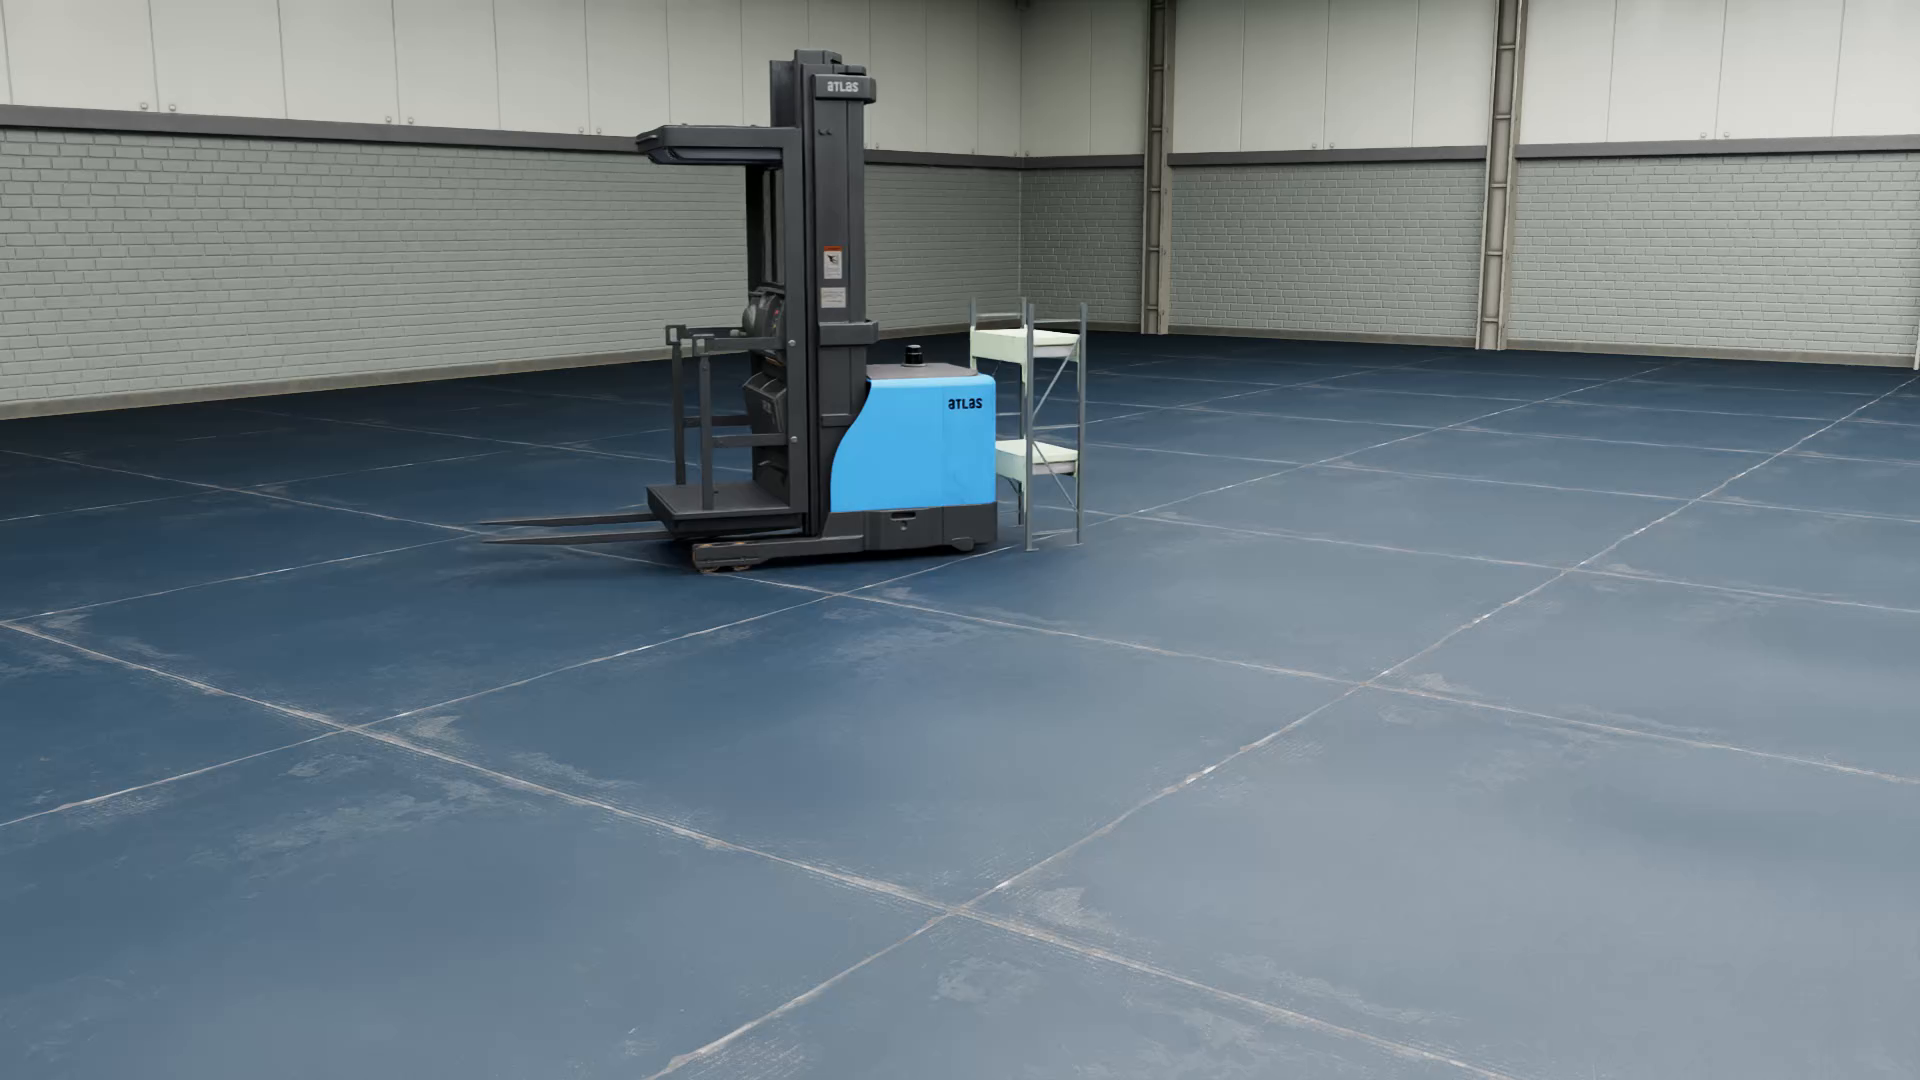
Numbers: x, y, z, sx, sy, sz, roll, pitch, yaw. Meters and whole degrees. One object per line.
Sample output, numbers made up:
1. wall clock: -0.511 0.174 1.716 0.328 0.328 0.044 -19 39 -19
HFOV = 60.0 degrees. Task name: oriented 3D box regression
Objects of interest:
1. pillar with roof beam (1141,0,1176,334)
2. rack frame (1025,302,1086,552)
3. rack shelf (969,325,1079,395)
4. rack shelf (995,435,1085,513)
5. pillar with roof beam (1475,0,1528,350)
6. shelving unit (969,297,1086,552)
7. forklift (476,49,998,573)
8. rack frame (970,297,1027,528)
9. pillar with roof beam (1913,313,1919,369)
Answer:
1. pillar with roof beam: 0.894 -7.412 25.153 0.400 9.000 9.100 8 13 36
2. rack frame: 0.583 -0.685 10.122 0.400 1.500 0.023 -6 12 -27
3. rack shelf: 0.414 -1.130 10.367 0.431 0.370 0.720 -6 12 -27
4. rack shelf: 0.414 -0.427 10.503 0.431 0.370 0.720 -6 12 -27
5. pillar with roof beam: 5.730 -6.738 21.666 0.400 9.000 9.100 8 13 36
6. shelving unit: 0.414 -0.747 10.441 0.431 1.500 0.755 -6 12 -27
7. forklift: -1.346 -1.362 9.852 3.031 2.935 1.130 -4 12 -18
8. rack frame: 0.246 -0.808 10.760 0.400 1.500 0.023 -6 12 -27
9. pillar with roof beam: 10.566 -6.063 18.179 0.400 9.000 9.100 8 13 36
